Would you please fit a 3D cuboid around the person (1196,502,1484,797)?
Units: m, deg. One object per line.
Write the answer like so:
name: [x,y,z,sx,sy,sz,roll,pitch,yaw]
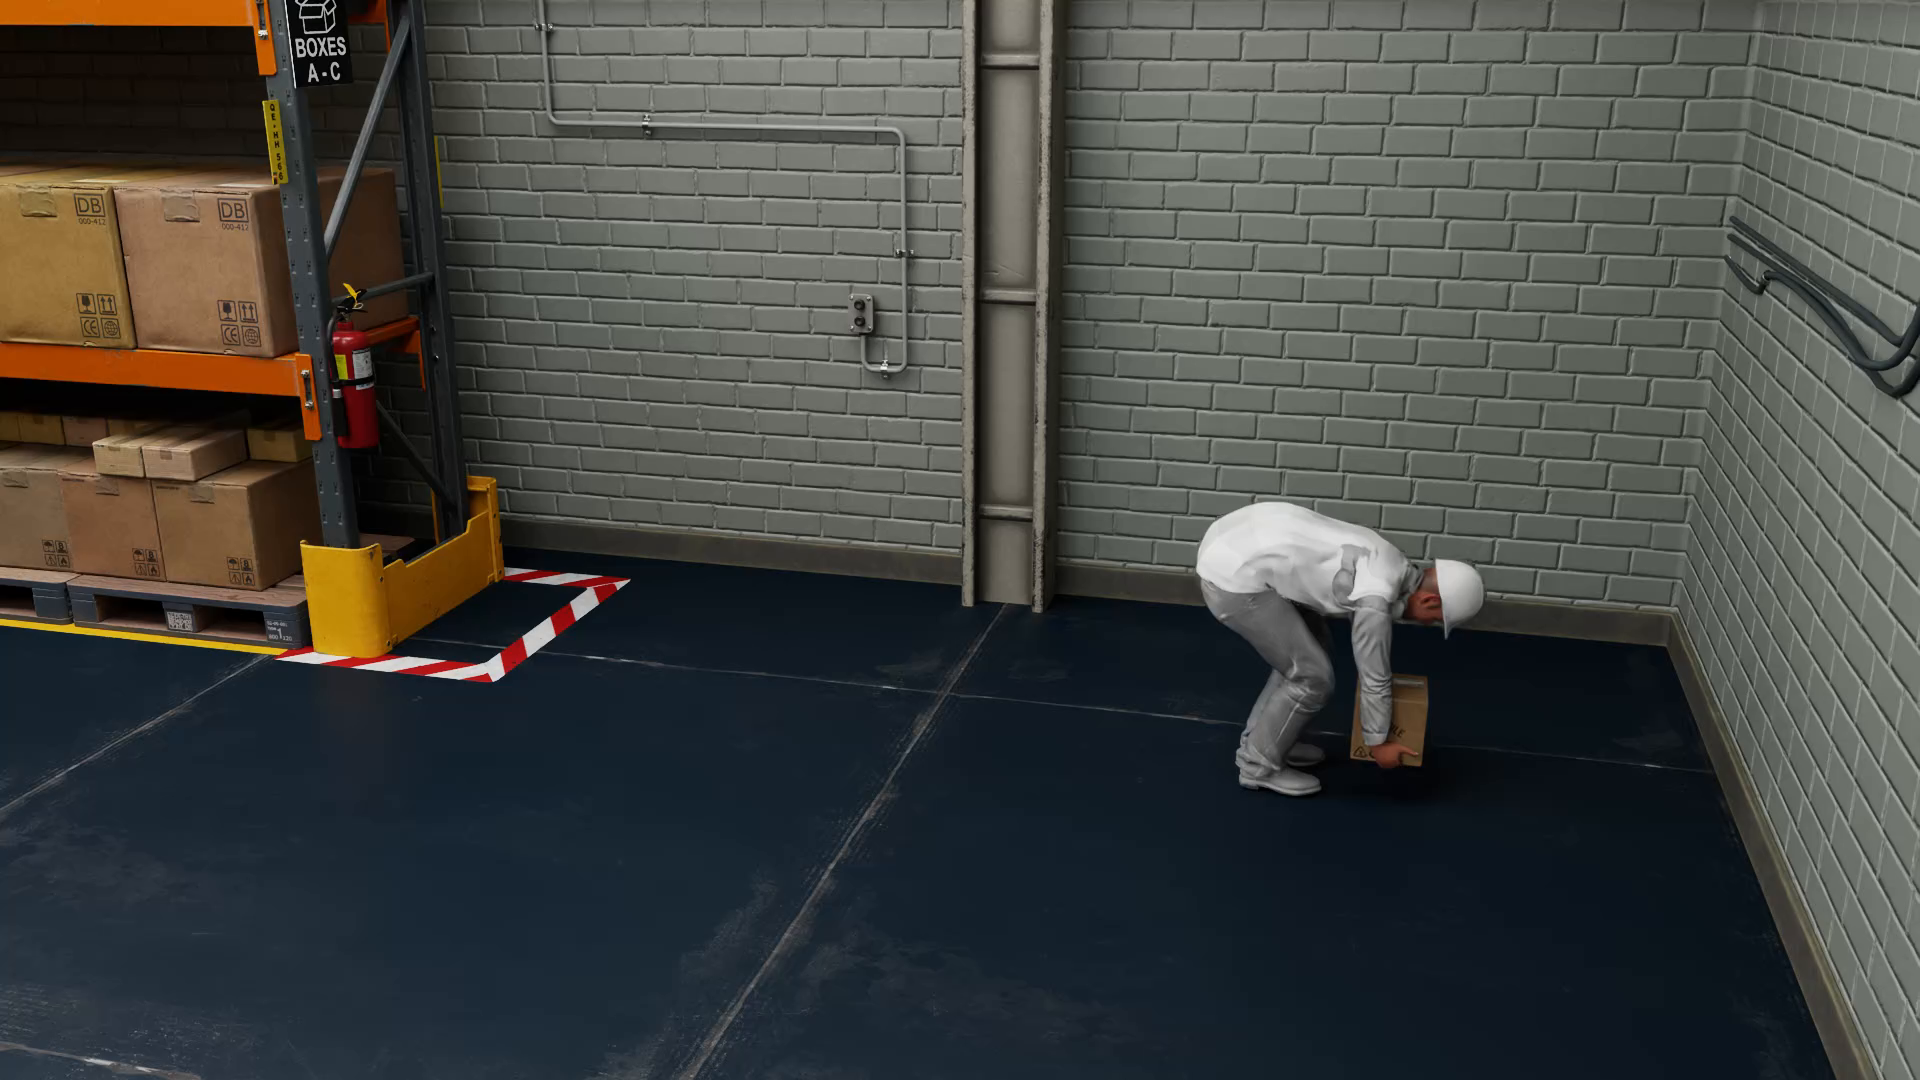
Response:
person: [1.346,0.388,6.004,1.004,1.042,0.476,4,18,11]
